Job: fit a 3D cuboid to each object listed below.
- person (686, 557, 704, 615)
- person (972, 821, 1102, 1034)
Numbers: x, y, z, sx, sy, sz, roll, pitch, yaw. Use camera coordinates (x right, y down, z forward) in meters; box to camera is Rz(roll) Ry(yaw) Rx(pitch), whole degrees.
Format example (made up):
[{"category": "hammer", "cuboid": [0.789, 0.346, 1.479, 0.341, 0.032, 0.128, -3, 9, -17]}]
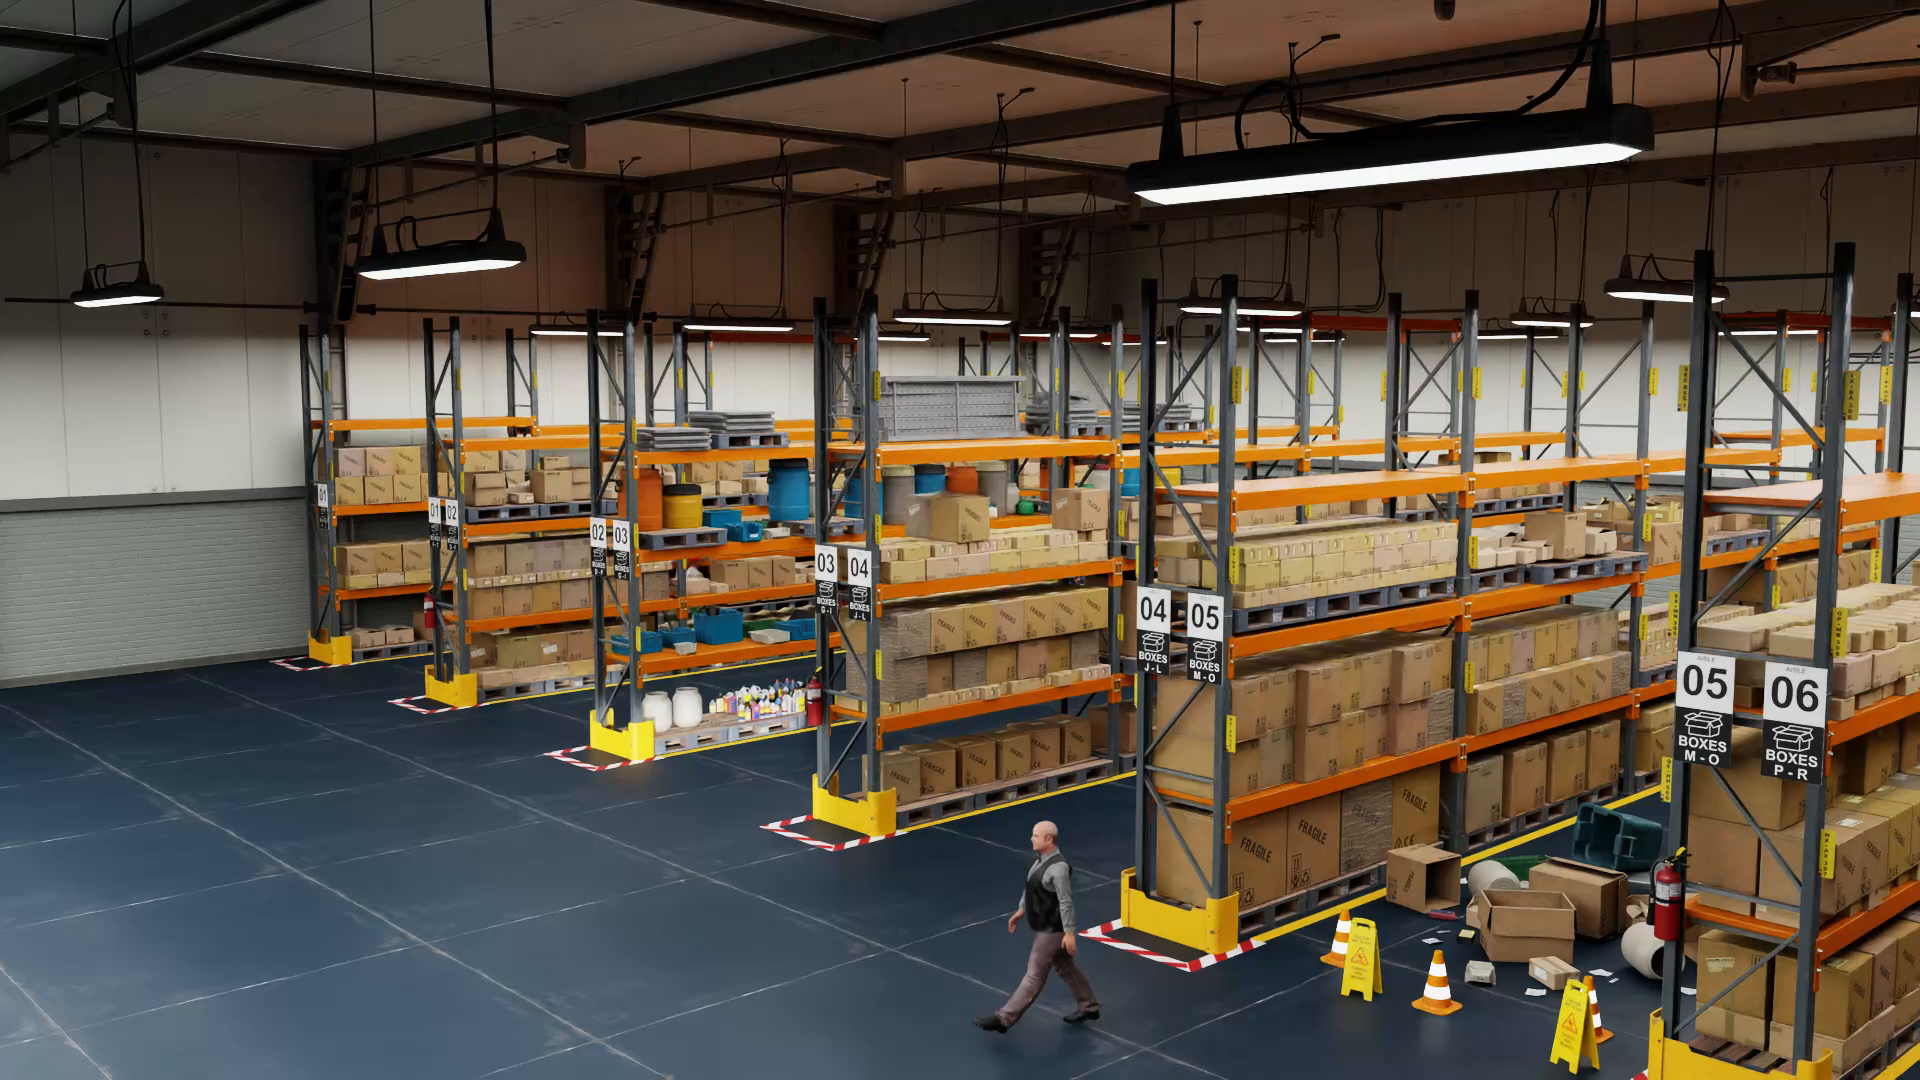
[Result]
[{"category": "person", "cuboid": [-5.005, 1.134, 31.176, 0.520, 1.789, 0.592, -2, 6, -20]}, {"category": "person", "cuboid": [0.600, 3.007, 12.986, 1.080, 1.661, 0.562, -1, 6, -8]}]
